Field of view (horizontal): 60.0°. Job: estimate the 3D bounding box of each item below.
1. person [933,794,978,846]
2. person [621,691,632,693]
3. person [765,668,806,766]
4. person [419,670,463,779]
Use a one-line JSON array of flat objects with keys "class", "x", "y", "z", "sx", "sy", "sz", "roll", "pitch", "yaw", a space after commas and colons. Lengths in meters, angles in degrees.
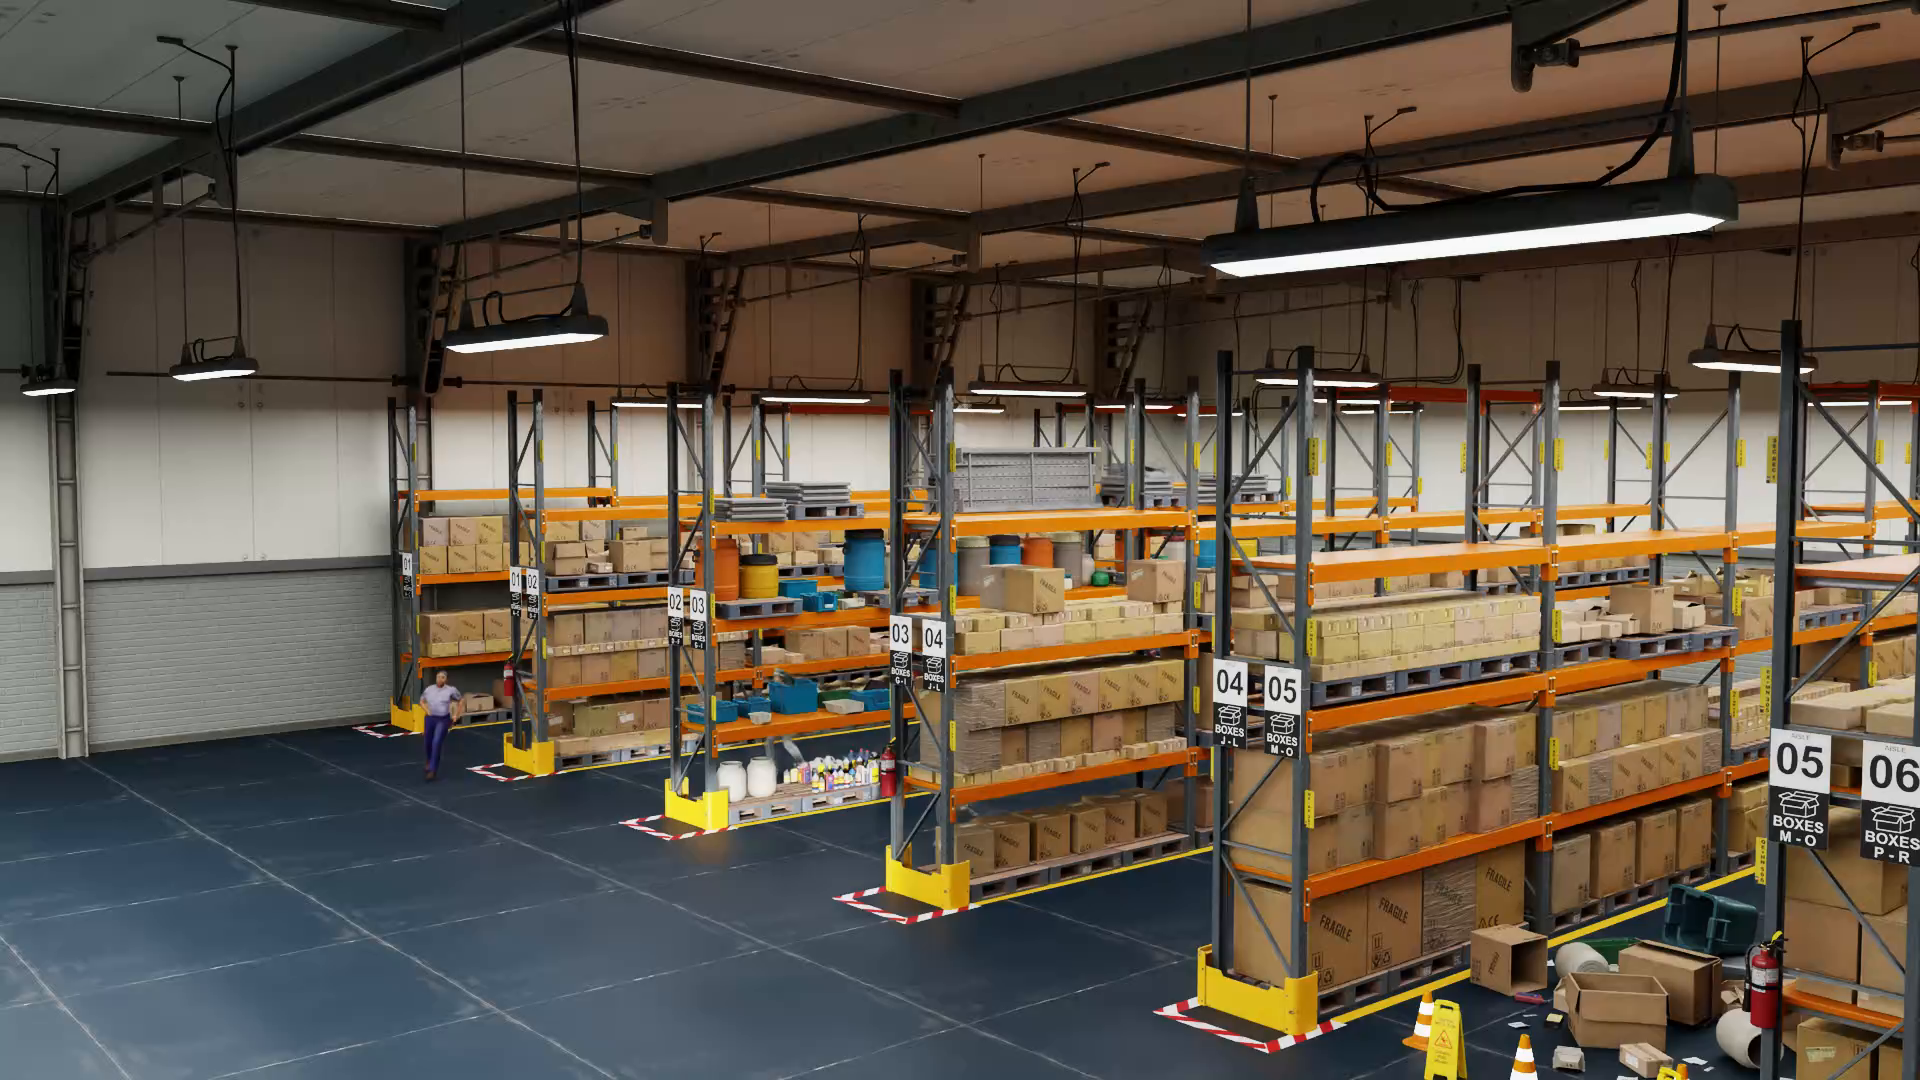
[{"class": "person", "x": -0.097, "y": 3.079, "z": 21.487, "sx": 0.625, "sy": 1.655, "sz": 0.748, "roll": 3, "pitch": 4, "yaw": 38}, {"class": "person", "x": -5.854, "y": 2.563, "z": 29.307, "sx": 0.643, "sy": 1.796, "sz": 0.805, "roll": 3, "pitch": 5, "yaw": 43}, {"class": "person", "x": -2.734, "y": 2.818, "z": 25.687, "sx": 0.813, "sy": 1.729, "sz": 0.605, "roll": -3, "pitch": 5, "yaw": -43}, {"class": "person", "x": -8.057, "y": 2.825, "z": 25.747, "sx": 0.658, "sy": 1.627, "sz": 0.879, "roll": 0, "pitch": 3, "yaw": -2}]
